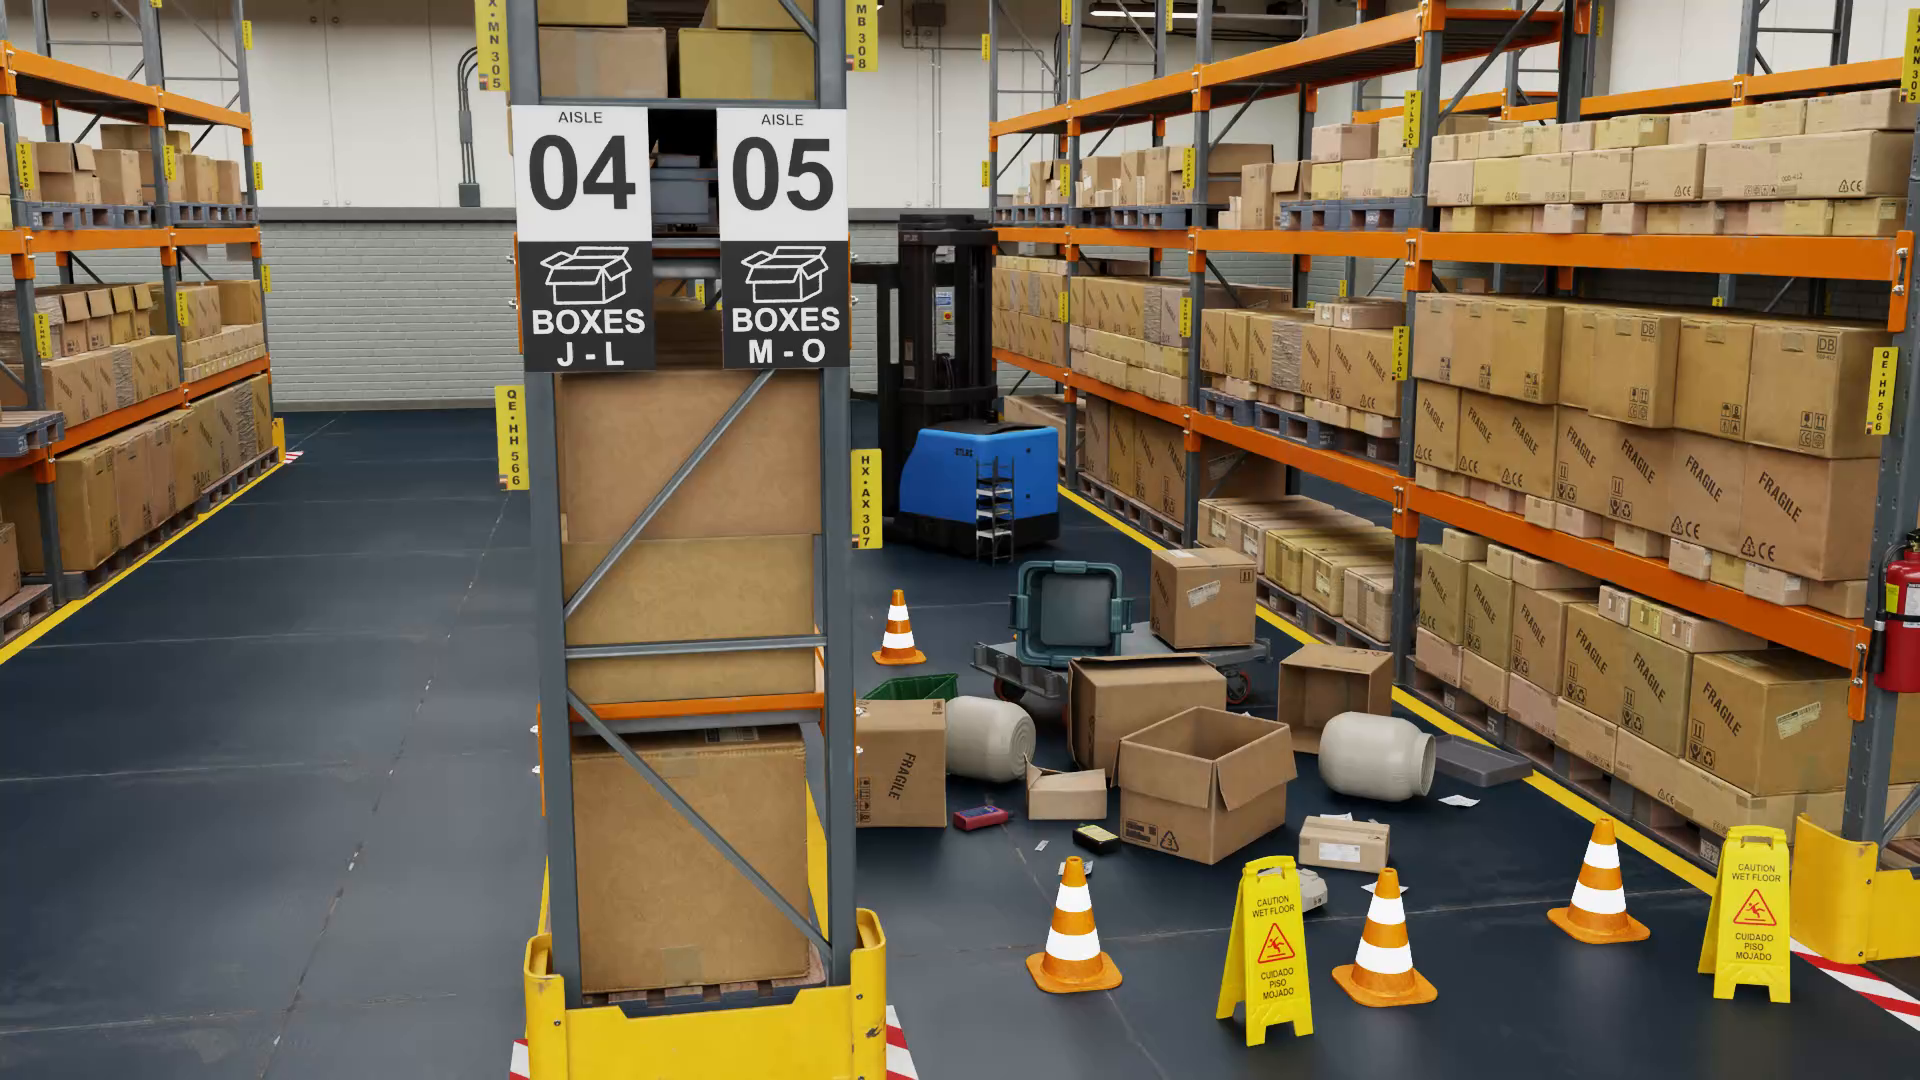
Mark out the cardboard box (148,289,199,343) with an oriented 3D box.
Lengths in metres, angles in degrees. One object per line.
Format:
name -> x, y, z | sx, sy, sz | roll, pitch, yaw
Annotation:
cardboard box -> -7.910, -2.226, 16.523 | 0.500, 0.500, 0.500 | -2, 11, -11

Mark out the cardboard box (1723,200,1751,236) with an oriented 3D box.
cardboard box -> 3.560, -1.396, 7.213 | 0.380, 0.149, 0.250 | -2, 11, -11

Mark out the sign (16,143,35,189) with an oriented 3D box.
sign -> -6.757, -2.701, 12.015 | 0.100, 0.325, 0.005 | -2, 11, -11

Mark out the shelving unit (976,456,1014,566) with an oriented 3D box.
shelving unit -> 0.300, -0.251, 14.162 | 0.258, 0.900, 0.210 | -10, 14, -41

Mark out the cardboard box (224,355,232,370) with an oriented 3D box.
cardboard box -> -8.104, -1.917, 17.971 | 0.380, 0.149, 0.250 | -2, 11, -13

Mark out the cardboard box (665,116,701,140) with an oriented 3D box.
cardboard box -> -0.987, -1.826, 7.014 | 0.500, 0.250, 0.500 | -2, 11, -11

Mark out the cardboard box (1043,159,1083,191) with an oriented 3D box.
cardboard box -> 1.359, -4.074, 18.945 | 0.797, 0.503, 0.637 | -1, 11, -7

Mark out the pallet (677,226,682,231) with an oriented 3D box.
pallet -> -2.228, -2.381, 12.220 | 1.213, 0.211, 1.003 | -2, 11, -8

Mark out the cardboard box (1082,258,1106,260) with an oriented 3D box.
cardboard box -> 1.548, -3.207, 19.402 | 0.380, 0.149, 0.250 | -2, 11, -11

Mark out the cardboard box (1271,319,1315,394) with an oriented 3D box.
cardboard box -> 2.599, -1.341, 12.087 | 0.500, 0.500, 0.500 | -3, 11, -13

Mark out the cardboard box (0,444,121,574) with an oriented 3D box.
cardboard box -> -7.404, -0.244, 13.071 | 1.225, 0.875, 0.875 | -3, 11, -14

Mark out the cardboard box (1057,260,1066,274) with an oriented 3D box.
cardboard box -> 1.297, -3.051, 18.580 | 0.380, 0.149, 0.250 | -2, 11, -11

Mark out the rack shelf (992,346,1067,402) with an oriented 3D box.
rack shelf -> 1.264, -2.062, 19.985 | 1.077, 0.370, 4.000 | -2, 11, -11

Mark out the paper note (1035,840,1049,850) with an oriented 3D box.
paper note -> 0.382, 1.423, 7.747 | 0.032, 0.001, 0.123 | 4, 11, 18

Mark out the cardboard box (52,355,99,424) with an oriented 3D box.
cardboard box -> -7.220, -1.197, 13.250 | 0.500, 0.500, 0.500 | -2, 11, -13

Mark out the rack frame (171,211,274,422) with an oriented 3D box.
rack frame -> -8.846, -2.422, 19.951 | 1.000, 3.000, 0.127 | -2, 11, -11

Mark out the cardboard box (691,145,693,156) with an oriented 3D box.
cardboard box -> -1.045, -1.747, 7.664 | 0.380, 0.149, 0.250 | -2, 11, -10

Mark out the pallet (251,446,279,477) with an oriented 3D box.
pallet -> -8.614, -0.908, 19.456 | 1.003, 0.211, 1.213 | -2, 11, -11

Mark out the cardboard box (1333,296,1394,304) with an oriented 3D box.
cardboard box -> 3.026, -1.745, 12.476 | 0.380, 0.149, 0.250 | -3, 11, -14

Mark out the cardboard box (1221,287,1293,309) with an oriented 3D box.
cardboard box -> 2.575, -1.955, 14.555 | 0.500, 0.500, 0.500 | -2, 11, -13

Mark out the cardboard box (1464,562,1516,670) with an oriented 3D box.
cardboard box -> 3.174, 0.411, 9.295 | 0.500, 0.500, 0.500 | -2, 11, -9

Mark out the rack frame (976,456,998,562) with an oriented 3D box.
rack frame -> 0.232, -0.265, 14.236 | 0.240, 0.900, 0.006 | -10, 14, -41

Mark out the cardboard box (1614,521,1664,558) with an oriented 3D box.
cardboard box -> 3.387, -0.017, 7.989 | 0.380, 0.149, 0.250 | -2, 11, -12

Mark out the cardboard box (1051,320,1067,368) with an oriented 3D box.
cardboard box -> 1.312, -2.173, 18.379 | 0.500, 0.500, 0.500 | -2, 11, -10

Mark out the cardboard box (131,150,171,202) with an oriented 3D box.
cardboard box -> -8.279, -3.608, 16.501 | 0.700, 0.500, 0.500 | -3, 11, -14

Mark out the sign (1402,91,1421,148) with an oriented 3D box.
sign -> 2.665, -2.481, 9.806 | 0.100, 0.325, 0.005 | -2, 11, -11

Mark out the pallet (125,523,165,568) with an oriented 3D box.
pallet -> -7.603, 0.045, 14.450 | 1.003, 0.211, 1.213 | -2, 11, -11

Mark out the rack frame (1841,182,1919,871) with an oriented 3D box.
rack frame -> 3.987, 0.152, 6.427 | 1.000, 3.000, 0.127 | -2, 11, -11

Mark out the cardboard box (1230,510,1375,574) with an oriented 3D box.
cardboard box -> 2.682, 0.009, 13.086 | 0.950, 0.372, 0.625 | -2, 11, -12

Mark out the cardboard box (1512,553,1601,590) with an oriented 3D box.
cardboard box -> 3.181, 0.163, 8.863 | 0.380, 0.149, 0.250 | -1, 11, -8

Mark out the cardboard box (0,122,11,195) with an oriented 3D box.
cardboard box -> -6.952, -2.644, 11.494 | 0.500, 0.500, 0.500 | -2, 11, -10

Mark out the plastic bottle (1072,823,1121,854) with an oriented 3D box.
plastic bottle -> 0.620, 1.390, 7.782 | 0.133, 0.061, 0.283 | -6, 13, -31

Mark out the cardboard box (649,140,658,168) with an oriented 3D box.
cardboard box -> -1.922, -2.162, 9.573 | 0.500, 0.250, 0.500 | -2, 11, -10

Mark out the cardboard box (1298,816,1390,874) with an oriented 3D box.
cardboard box -> 1.750, 1.386, 7.570 | 0.380, 0.149, 0.250 | 4, 11, 18

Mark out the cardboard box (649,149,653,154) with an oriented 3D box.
cardboard box -> -1.807, -2.084, 8.371 | 0.500, 0.250, 0.500 | -2, 11, -11

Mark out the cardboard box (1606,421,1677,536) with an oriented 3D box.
cardboard box -> 3.424, -0.316, 7.826 | 0.500, 0.500, 0.500 | -2, 11, -11

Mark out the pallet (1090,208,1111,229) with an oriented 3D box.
pallet -> 1.879, -3.262, 16.854 | 0.805, 0.209, 1.217 | -3, 11, -13

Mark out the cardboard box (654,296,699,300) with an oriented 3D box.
cardboard box -> -2.328, -1.574, 12.555 | 0.700, 0.500, 0.500 | -2, 11, -11

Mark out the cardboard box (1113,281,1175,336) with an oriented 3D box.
cardboard box -> 1.784, -2.219, 15.943 | 0.500, 0.500, 0.500 | -2, 11, -12

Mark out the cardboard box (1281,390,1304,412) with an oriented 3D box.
cardboard box -> 2.578, -1.033, 12.205 | 0.380, 0.149, 0.250 | -2, 11, -9

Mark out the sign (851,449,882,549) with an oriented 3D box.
sign -> -0.304, -0.132, 5.396 | 0.100, 0.325, 0.005 | -2, 11, -11

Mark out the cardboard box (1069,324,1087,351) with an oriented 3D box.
cardboard box -> 1.462, -2.129, 17.480 | 0.500, 0.250, 0.500 | -2, 11, -13

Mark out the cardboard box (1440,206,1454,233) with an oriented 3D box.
cardboard box -> 3.027, -1.865, 9.674 | 0.380, 0.149, 0.250 | -2, 11, -12

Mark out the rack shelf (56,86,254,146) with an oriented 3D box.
rack shelf -> -8.457, -4.452, 17.568 | 1.077, 0.370, 4.000 | -2, 11, -11

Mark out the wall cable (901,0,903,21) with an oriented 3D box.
wall cable -> -2.026, -9.653, 25.852 | 2.355, 3.000, 0.029 | -2, 11, -11

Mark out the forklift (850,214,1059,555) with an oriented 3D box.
forklift -> -0.494, -1.528, 15.439 | 1.130, 2.935, 3.031 | -10, 15, -43

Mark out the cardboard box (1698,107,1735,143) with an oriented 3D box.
cardboard box -> 3.512, -1.829, 7.355 | 0.380, 0.149, 0.250 | -2, 11, -11

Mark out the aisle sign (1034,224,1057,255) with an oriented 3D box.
aisle sign -> 1.165, -4.084, 21.730 | 0.394, 0.787, 0.004 | -2, 11, -11

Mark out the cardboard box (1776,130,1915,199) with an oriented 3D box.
cardboard box -> 3.623, -1.478, 6.574 | 0.500, 0.250, 0.500 | -2, 11, -12

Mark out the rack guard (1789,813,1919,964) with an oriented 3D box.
rack guard -> 3.972, 1.366, 6.734 | 1.175, 0.500, 0.348 | -2, 11, -11

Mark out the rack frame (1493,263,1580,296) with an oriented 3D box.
rack frame -> 6.521, -2.230, 18.942 | 1.000, 3.000, 0.127 | -2, 11, -11

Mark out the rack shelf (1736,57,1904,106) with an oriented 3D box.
rack shelf -> 7.688, -3.526, 12.704 | 1.077, 0.370, 4.000 | -2, 11, -11

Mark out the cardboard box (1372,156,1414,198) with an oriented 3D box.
cardboard box -> 2.953, -2.289, 10.511 | 0.500, 0.250, 0.500 | -2, 11, -12

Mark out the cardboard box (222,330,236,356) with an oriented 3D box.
cardboard box -> -8.189, -2.133, 18.041 | 0.500, 0.250, 0.500 | -2, 11, -11

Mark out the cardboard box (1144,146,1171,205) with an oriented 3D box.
cardboard box -> 2.052, -3.218, 14.724 | 0.700, 0.500, 0.500 | -3, 11, -14
